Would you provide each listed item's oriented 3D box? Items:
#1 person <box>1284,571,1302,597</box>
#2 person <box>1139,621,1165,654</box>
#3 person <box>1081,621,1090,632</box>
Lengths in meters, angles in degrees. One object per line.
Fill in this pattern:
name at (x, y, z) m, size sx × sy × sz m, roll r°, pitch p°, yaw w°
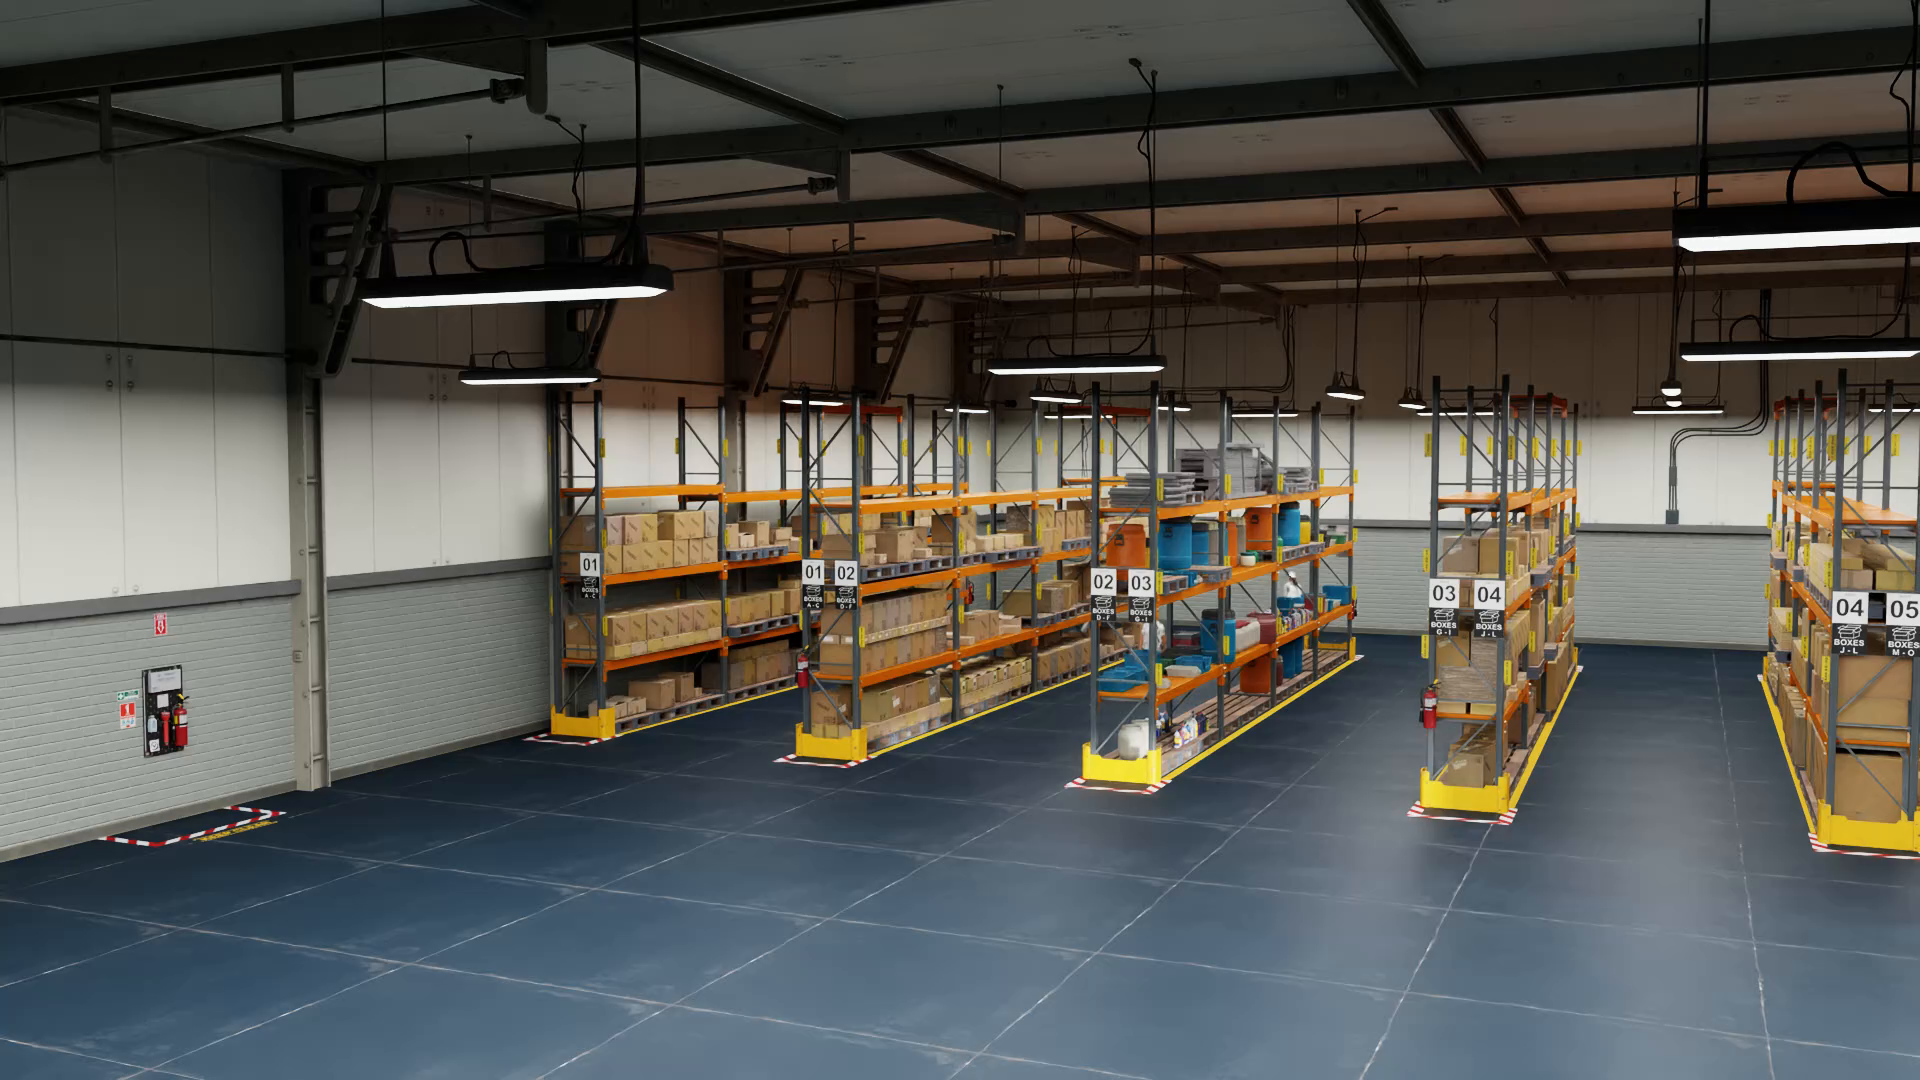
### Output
person at (8.753, 1.703, 43.676) m, size 0.560 × 1.762 × 0.522 m, roll -2°, pitch 4°, yaw -33°
person at (4.031, 2.259, 34.761) m, size 0.511 × 1.603 × 1.043 m, roll 1°, pitch 3°, yaw 23°
person at (3.242, 1.800, 42.717) m, size 0.595 × 1.669 × 0.507 m, roll -2°, pitch 4°, yaw -26°
